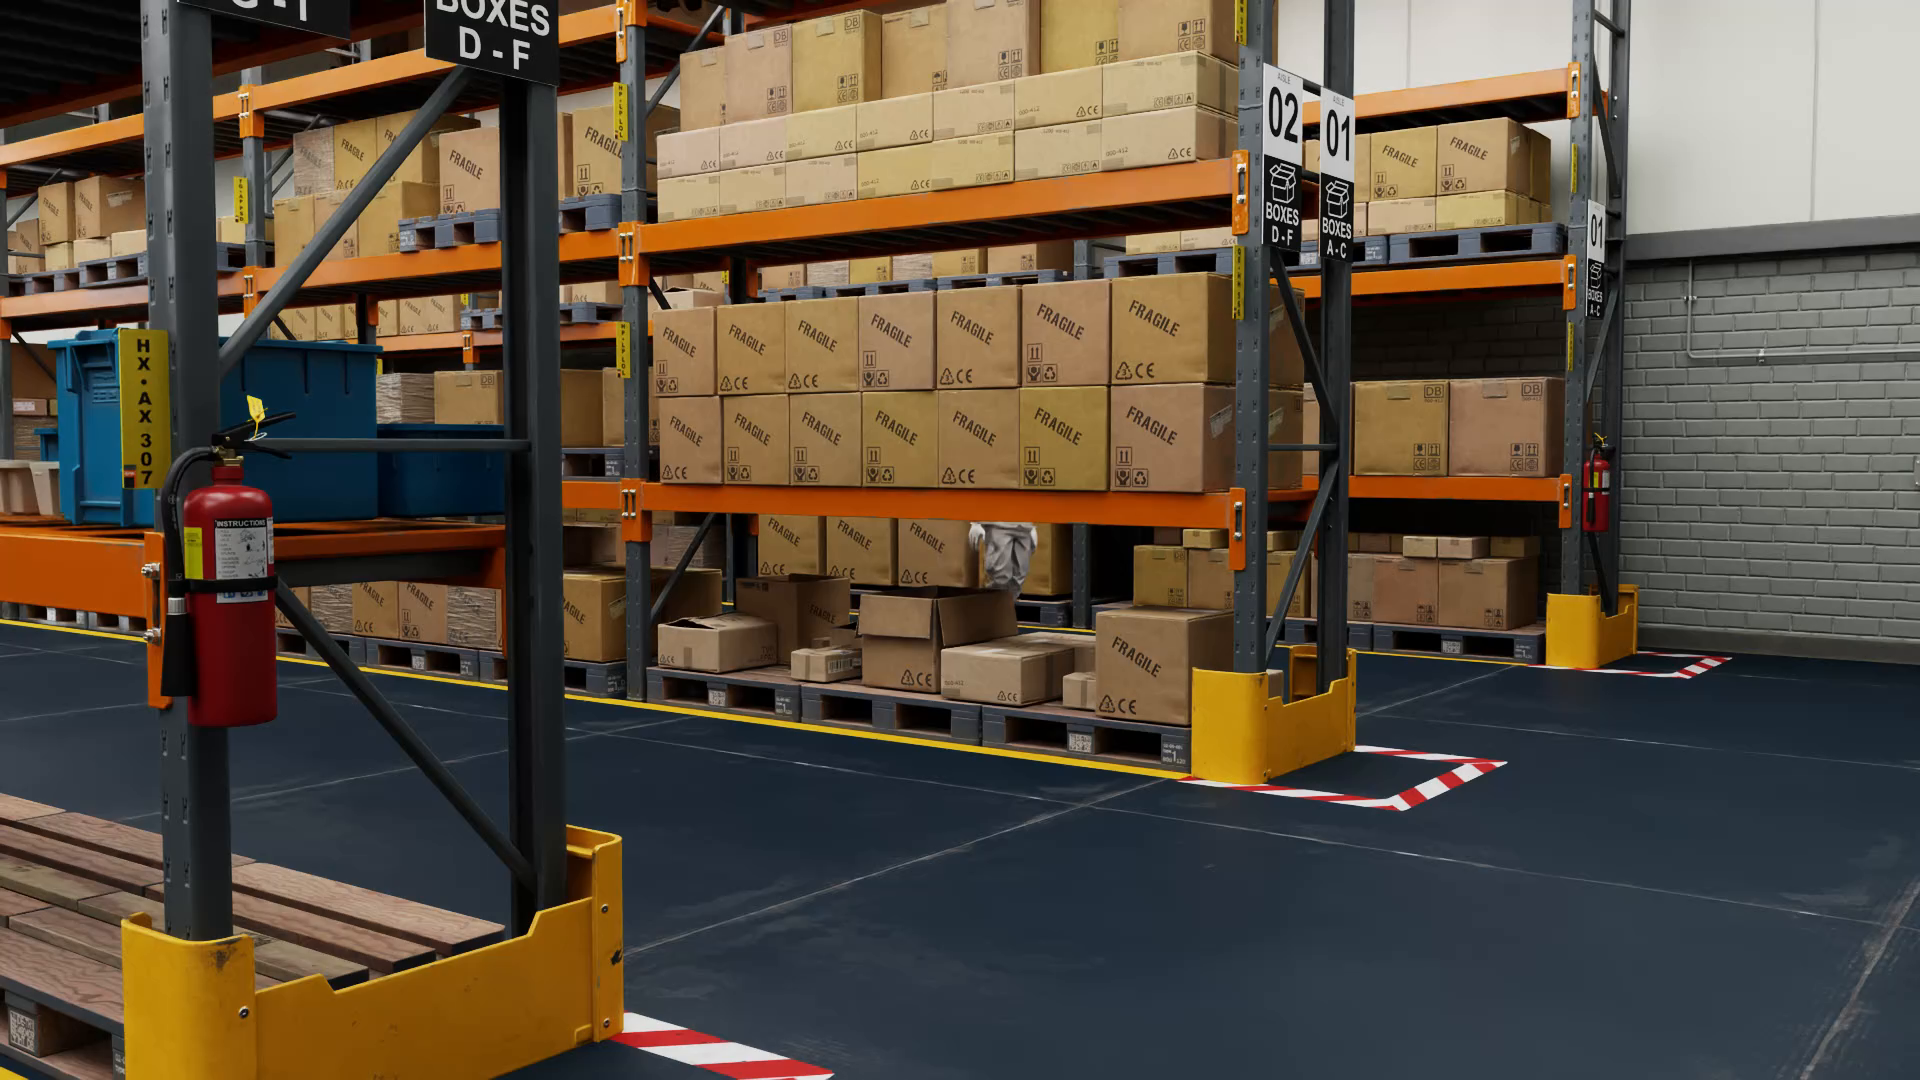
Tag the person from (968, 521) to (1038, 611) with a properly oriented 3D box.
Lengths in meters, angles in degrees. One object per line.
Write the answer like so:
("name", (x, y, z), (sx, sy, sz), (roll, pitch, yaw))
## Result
("person", (0.327, -0.064, 12.140), (0.587, 1.780, 0.538), (-2, 4, -37))
